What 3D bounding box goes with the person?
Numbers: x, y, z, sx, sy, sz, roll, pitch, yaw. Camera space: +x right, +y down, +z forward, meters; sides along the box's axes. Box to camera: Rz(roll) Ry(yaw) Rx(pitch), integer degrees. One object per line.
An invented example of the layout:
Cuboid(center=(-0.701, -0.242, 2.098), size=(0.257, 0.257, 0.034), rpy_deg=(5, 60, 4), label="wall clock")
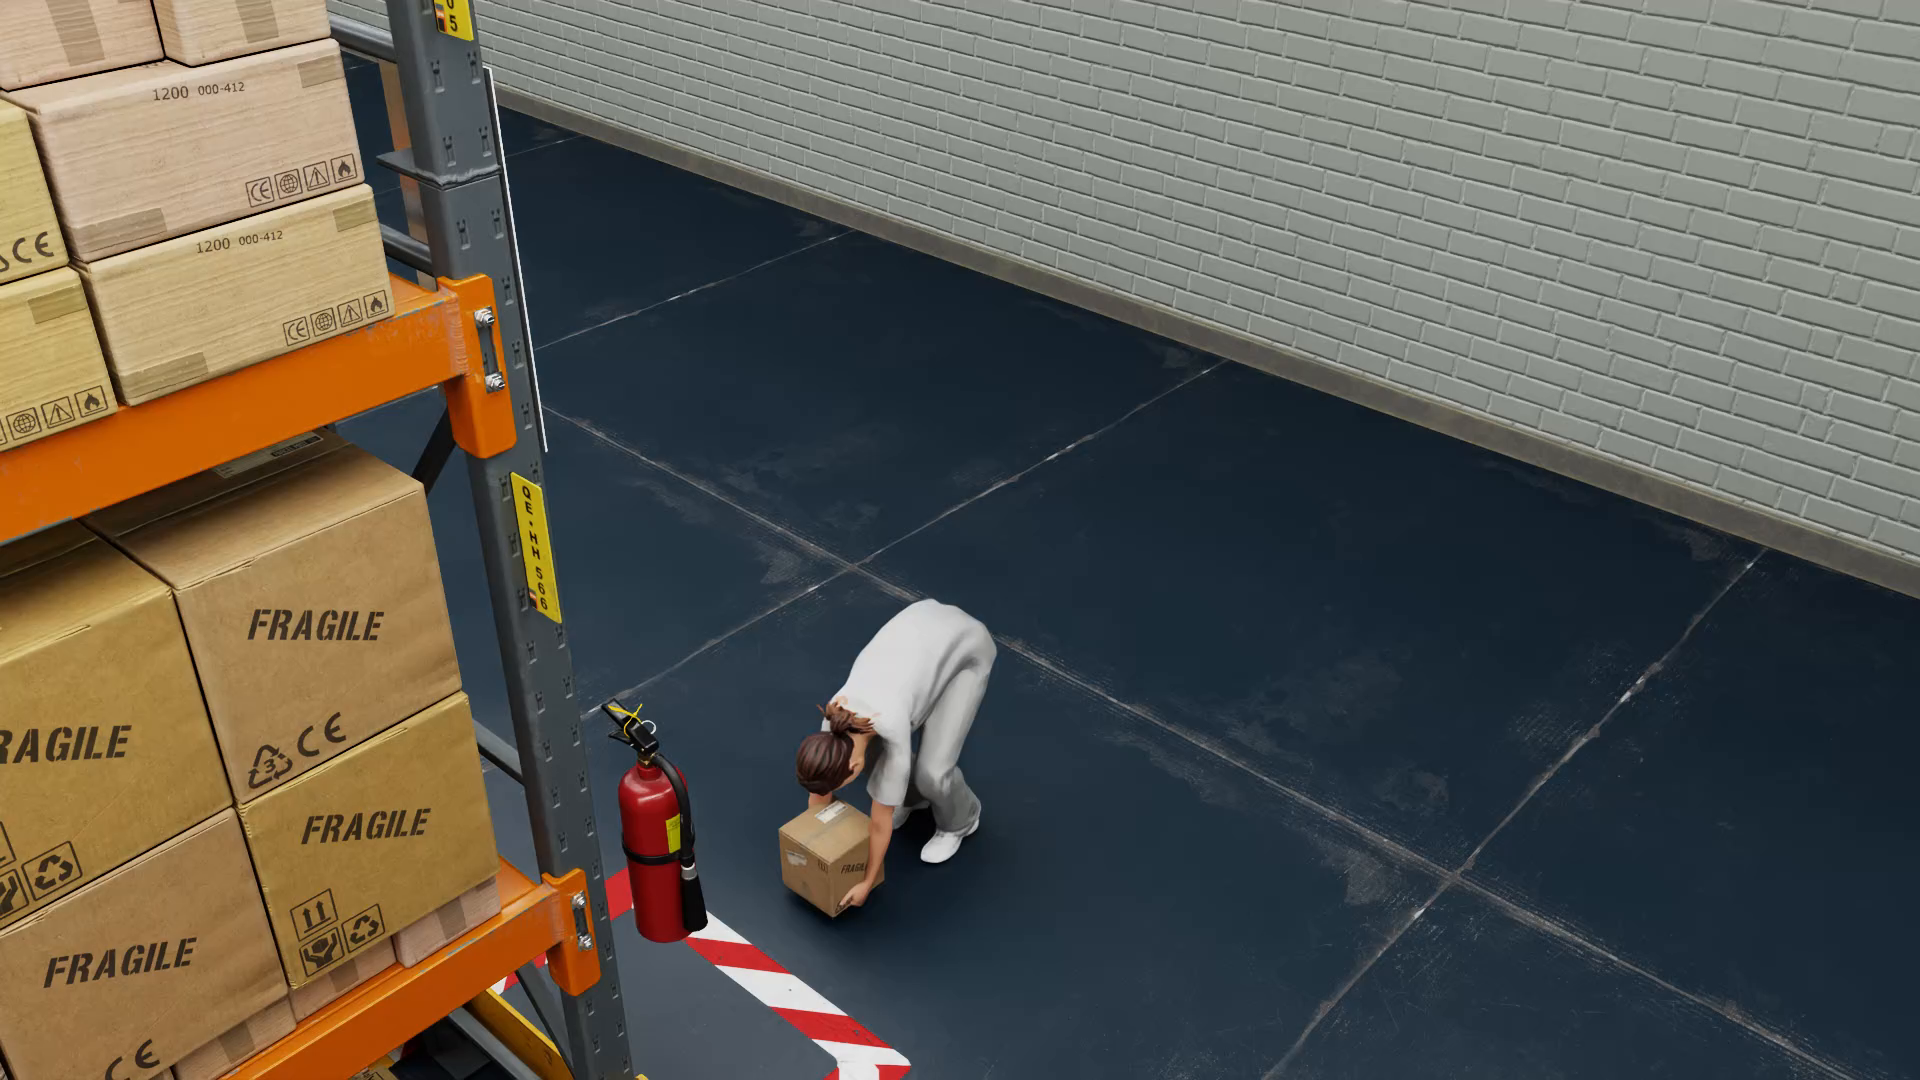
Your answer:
Cuboid(center=(-0.224, 0.749, 5.705), size=(0.471, 0.843, 0.849), rpy_deg=(23, 38, 33), label="person")
